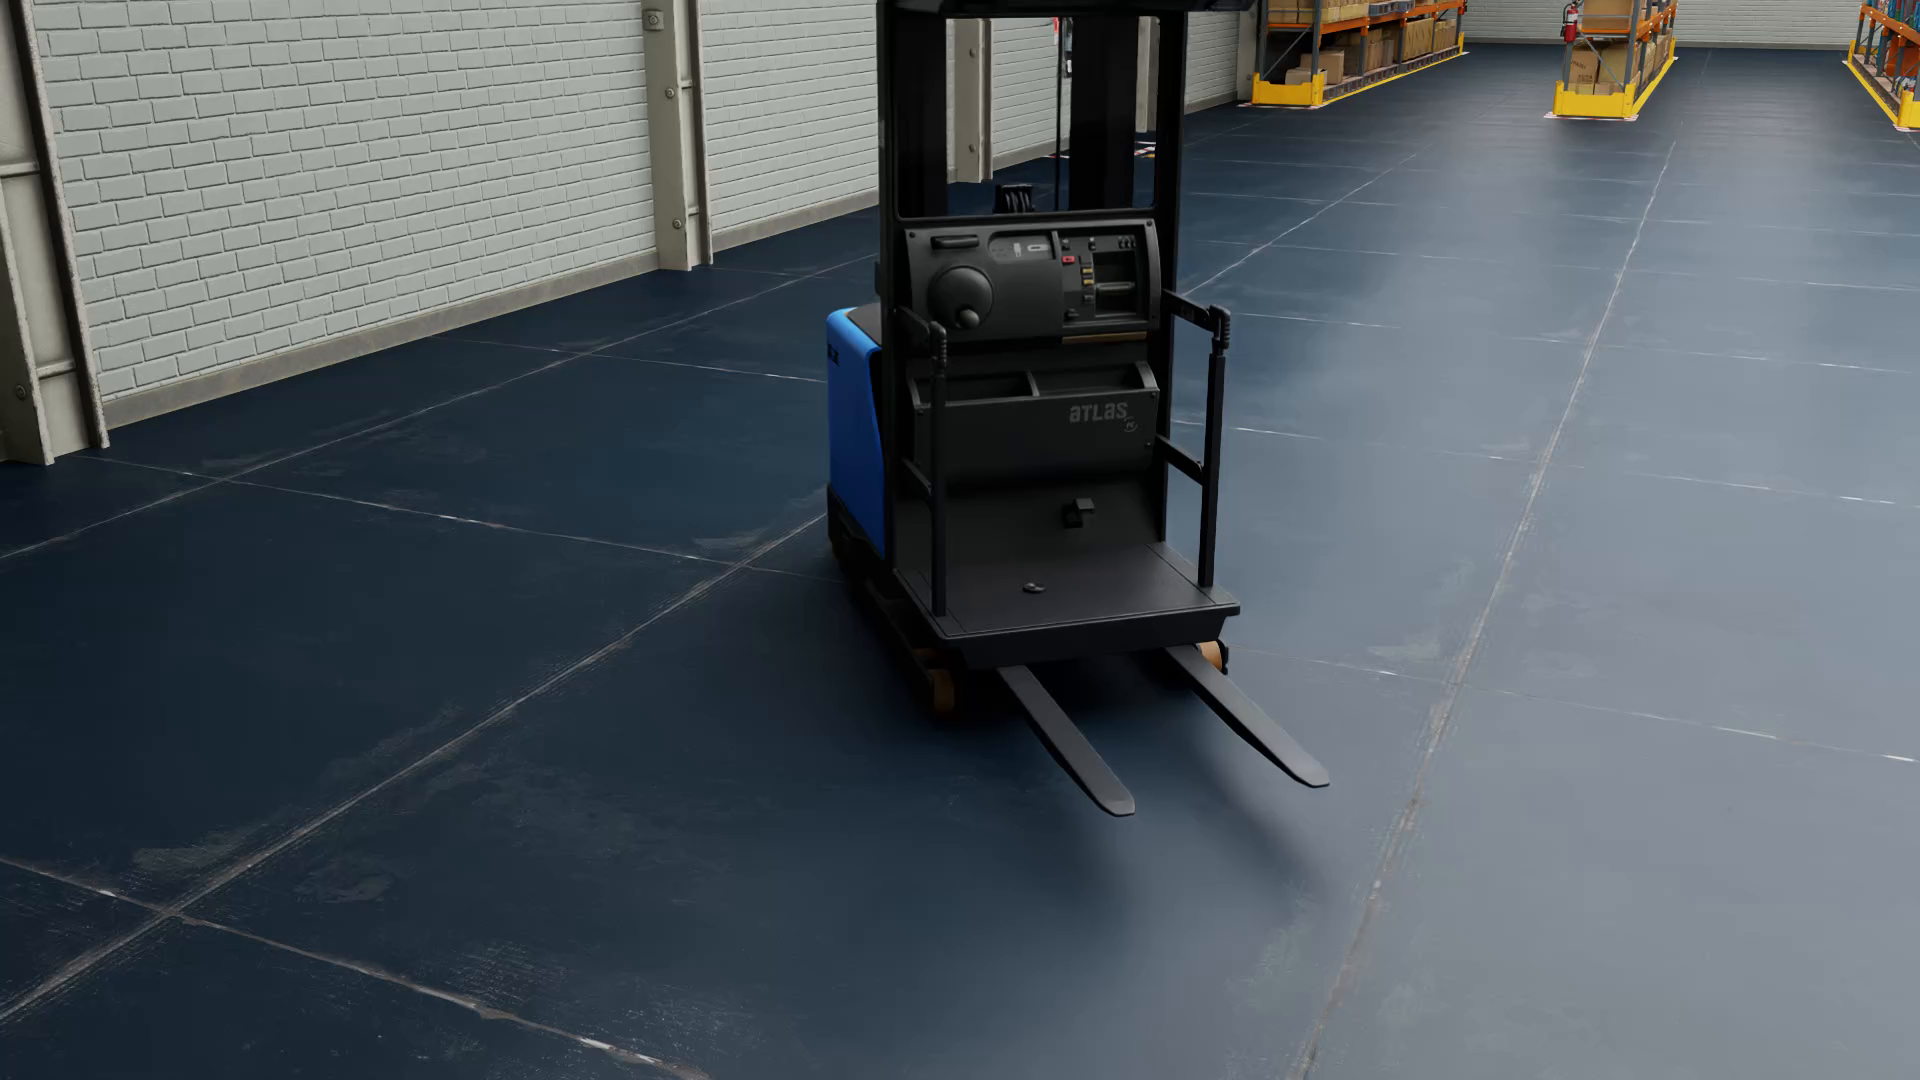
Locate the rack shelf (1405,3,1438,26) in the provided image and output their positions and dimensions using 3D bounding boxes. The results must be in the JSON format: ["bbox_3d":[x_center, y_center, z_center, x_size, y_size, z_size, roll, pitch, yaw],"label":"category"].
[{"bbox_3d":[9.667,-11.599,36.682,1.077,0.370,4.000,9,21,23],"label":"rack shelf"}]

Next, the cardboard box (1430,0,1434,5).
[{"bbox_3d":[10.524,-12.218,37.693,0.380,0.149,0.250,9,21,24],"label":"cardboard box"}]

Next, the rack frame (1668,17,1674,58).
[{"bbox_3d":[16.645,-13.094,39.811,1.000,3.000,0.127,9,21,23],"label":"rack frame"}]

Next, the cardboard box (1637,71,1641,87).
[{"bbox_3d":[11.741,-8.156,29.403,0.500,0.250,0.500,9,21,23],"label":"cardboard box"}]

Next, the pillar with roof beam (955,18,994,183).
[{"bbox_3d":[4.083,-7.782,15.920,9.100,9.000,0.400,9,21,23],"label":"pillar with roof beam"}]

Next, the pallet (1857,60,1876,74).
[{"bbox_3d":[19.790,-10.107,35.572,1.003,0.211,1.213,9,21,23],"label":"pallet"}]

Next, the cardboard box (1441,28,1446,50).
[{"bbox_3d":[11.307,-12.094,40.103,0.700,0.500,0.500,9,22,24],"label":"cardboard box"}]

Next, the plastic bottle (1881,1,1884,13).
[{"bbox_3d":[18.401,-10.625,33.061,0.097,0.271,0.097,0,20,0],"label":"plastic bottle"}]

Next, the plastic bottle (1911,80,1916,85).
[{"bbox_3d":[15.433,-7.279,26.867,0.152,0.276,0.135,9,21,23],"label":"plastic bottle"}]

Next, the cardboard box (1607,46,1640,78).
[{"bbox_3d":[11.132,-8.050,27.986,0.500,0.500,0.500,9,21,23],"label":"cardboard box"}]

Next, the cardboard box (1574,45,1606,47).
[{"bbox_3d":[10.643,-8.124,28.193,0.500,0.500,0.500,9,21,23],"label":"cardboard box"}]

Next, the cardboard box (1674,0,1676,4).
[{"bbox_3d":[16.291,-12.656,38.430,0.500,0.500,0.500,9,21,23],"label":"cardboard box"}]

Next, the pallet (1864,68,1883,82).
[{"bbox_3d":[18.672,-9.272,33.226,1.003,0.211,1.213,9,21,23],"label":"pallet"}]

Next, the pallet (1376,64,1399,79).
[{"bbox_3d":[8.527,-9.774,34.638,1.003,0.211,1.213,9,21,23],"label":"pallet"}]

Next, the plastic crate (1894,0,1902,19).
[{"bbox_3d":[16.946,-9.546,29.738,0.402,0.464,0.583,9,21,23],"label":"plastic crate"}]

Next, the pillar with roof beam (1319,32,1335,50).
[{"bbox_3d":[11.454,-13.284,31.392,9.100,9.000,0.400,9,21,23],"label":"pillar with roof beam"}]

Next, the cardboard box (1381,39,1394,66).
[{"bbox_3d":[8.601,-10.129,34.548,0.700,0.500,0.500,9,21,23],"label":"cardboard box"}]

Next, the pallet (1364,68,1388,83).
[{"bbox_3d":[8.026,-9.403,33.593,1.003,0.211,1.213,9,21,23],"label":"pallet"}]

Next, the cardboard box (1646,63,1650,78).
[{"bbox_3d":[12.752,-8.887,31.459,0.500,0.250,0.500,9,21,24],"label":"cardboard box"}]

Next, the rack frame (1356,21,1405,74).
[{"bbox_3d":[8.848,-11.327,34.842,1.000,3.000,0.127,9,21,23],"label":"rack frame"}]

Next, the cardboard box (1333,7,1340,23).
[{"bbox_3d":[6.261,-9.086,28.736,0.500,0.250,0.500,8,21,21],"label":"cardboard box"}]

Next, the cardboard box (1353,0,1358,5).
[{"bbox_3d":[6.884,-9.903,29.914,0.500,0.500,0.500,8,21,21],"label":"cardboard box"}]

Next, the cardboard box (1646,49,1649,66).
[{"bbox_3d":[12.337,-8.837,30.480,0.500,0.311,0.500,8,21,22],"label":"cardboard box"}]

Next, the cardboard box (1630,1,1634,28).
[{"bbox_3d":[10.507,-8.552,26.890,0.700,0.500,0.500,9,22,24],"label":"cardboard box"}]

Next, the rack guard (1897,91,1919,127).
[{"bbox_3d":[14.599,-6.374,24.646,1.175,0.500,0.348,9,21,23],"label":"rack guard"}]

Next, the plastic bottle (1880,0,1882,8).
[{"bbox_3d":[18.621,-10.810,33.564,0.061,0.283,0.133,9,21,23],"label":"plastic bottle"}]

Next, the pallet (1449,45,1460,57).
[{"bbox_3d":[11.868,-12.203,41.468,1.003,0.211,1.213,9,21,23],"label":"pallet"}]

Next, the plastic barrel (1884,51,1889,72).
[{"bbox_3d":[18.221,-9.330,32.313,0.421,0.512,0.421,0,20,0],"label":"plastic barrel"}]

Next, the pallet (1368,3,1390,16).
[{"bbox_3d":[7.656,-10.227,32.037,1.003,0.211,1.213,9,21,23],"label":"pallet"}]

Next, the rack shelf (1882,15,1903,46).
[{"bbox_3d":[17.067,-9.017,29.421,1.077,0.370,4.000,9,21,23],"label":"rack shelf"}]

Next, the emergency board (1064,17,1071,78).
[{"bbox_3d":[1.566,-6.630,21.634,0.194,1.169,0.643,9,21,23],"label":"emergency board"}]

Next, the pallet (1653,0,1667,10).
[{"bbox_3d":[14.161,-11.153,34.640,1.003,0.211,1.213,9,21,23],"label":"pallet"}]

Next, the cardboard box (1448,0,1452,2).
[{"bbox_3d":[11.316,-13.301,39.945,0.980,0.700,0.700,7,21,20],"label":"cardboard box"}]

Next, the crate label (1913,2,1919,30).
[{"bbox_3d":[15.117,-8.138,25.824,0.502,0.435,0.616,9,21,23],"label":"crate label"}]

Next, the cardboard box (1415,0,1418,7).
[{"bbox_3d":[9.813,-11.757,36.397,0.380,0.149,0.250,9,21,23],"label":"cardboard box"}]

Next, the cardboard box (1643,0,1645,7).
[{"bbox_3d":[12.481,-10.019,31.016,0.500,0.500,0.500,9,21,23],"label":"cardboard box"}]

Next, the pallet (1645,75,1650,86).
[{"bbox_3d":[12.996,-9.088,32.709,1.003,0.211,1.213,9,21,23],"label":"pallet"}]

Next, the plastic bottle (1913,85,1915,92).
[{"bbox_3d":[15.188,-7.130,26.438,0.061,0.283,0.133,9,21,23],"label":"plastic bottle"}]

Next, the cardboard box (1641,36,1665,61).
[{"bbox_3d":[14.856,-10.561,35.761,0.500,0.500,0.500,9,21,23],"label":"cardboard box"}]

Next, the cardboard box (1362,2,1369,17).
[{"bbox_3d":[7.293,-9.857,30.902,0.500,0.250,0.500,9,21,23],"label":"cardboard box"}]

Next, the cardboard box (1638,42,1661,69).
[{"bbox_3d":[13.816,-9.778,33.560,0.500,0.500,0.500,10,22,25],"label":"cardboard box"}]

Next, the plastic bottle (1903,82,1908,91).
[{"bbox_3d":[14.994,-7.109,26.380,0.061,0.283,0.133,9,22,24],"label":"plastic bottle"}]

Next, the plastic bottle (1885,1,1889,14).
[{"bbox_3d":[17.981,-10.311,32.179,0.097,0.271,0.097,0,20,0],"label":"plastic bottle"}]

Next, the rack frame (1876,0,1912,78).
[{"bbox_3d":[17.886,-9.968,31.020,1.000,3.000,0.127,9,21,23],"label":"rack frame"}]

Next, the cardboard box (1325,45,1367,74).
[{"bbox_3d":[7.496,-9.361,32.388,0.700,0.500,0.500,9,22,25],"label":"cardboard box"}]

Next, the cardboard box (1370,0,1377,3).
[{"bbox_3d":[7.685,-10.679,32.215,0.700,0.500,0.500,11,22,28],"label":"cardboard box"}]

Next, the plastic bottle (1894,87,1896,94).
[{"bbox_3d":[15.635,-7.534,27.697,0.097,0.201,0.097,0,20,0],"label":"plastic bottle"}]

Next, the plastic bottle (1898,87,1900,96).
[{"bbox_3d":[15.325,-7.303,27.046,0.097,0.201,0.097,0,20,0],"label":"plastic bottle"}]

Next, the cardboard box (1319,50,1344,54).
[{"bbox_3d":[6.822,-8.811,30.841,0.500,0.500,0.500,7,21,19],"label":"cardboard box"}]

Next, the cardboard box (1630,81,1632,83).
[{"bbox_3d":[10.717,-7.392,27.254,0.500,0.250,0.500,9,21,23],"label":"cardboard box"}]

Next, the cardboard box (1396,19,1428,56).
[{"bbox_3d":[9.977,-11.246,37.196,0.750,0.750,0.750,9,22,24],"label":"cardboard box"}]

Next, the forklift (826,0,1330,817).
[{"bbox_3d":[0.327,-0.920,5.681,1.130,2.935,3.031,-6,20,-15],"label":"forklift"}]

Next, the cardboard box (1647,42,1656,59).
[{"bbox_3d":[13.379,-9.621,32.685,0.500,0.311,0.500,9,22,24],"label":"cardboard box"}]

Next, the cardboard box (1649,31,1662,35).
[{"bbox_3d":[15.772,-11.477,38.334,0.797,0.503,0.637,9,21,23],"label":"cardboard box"}]
